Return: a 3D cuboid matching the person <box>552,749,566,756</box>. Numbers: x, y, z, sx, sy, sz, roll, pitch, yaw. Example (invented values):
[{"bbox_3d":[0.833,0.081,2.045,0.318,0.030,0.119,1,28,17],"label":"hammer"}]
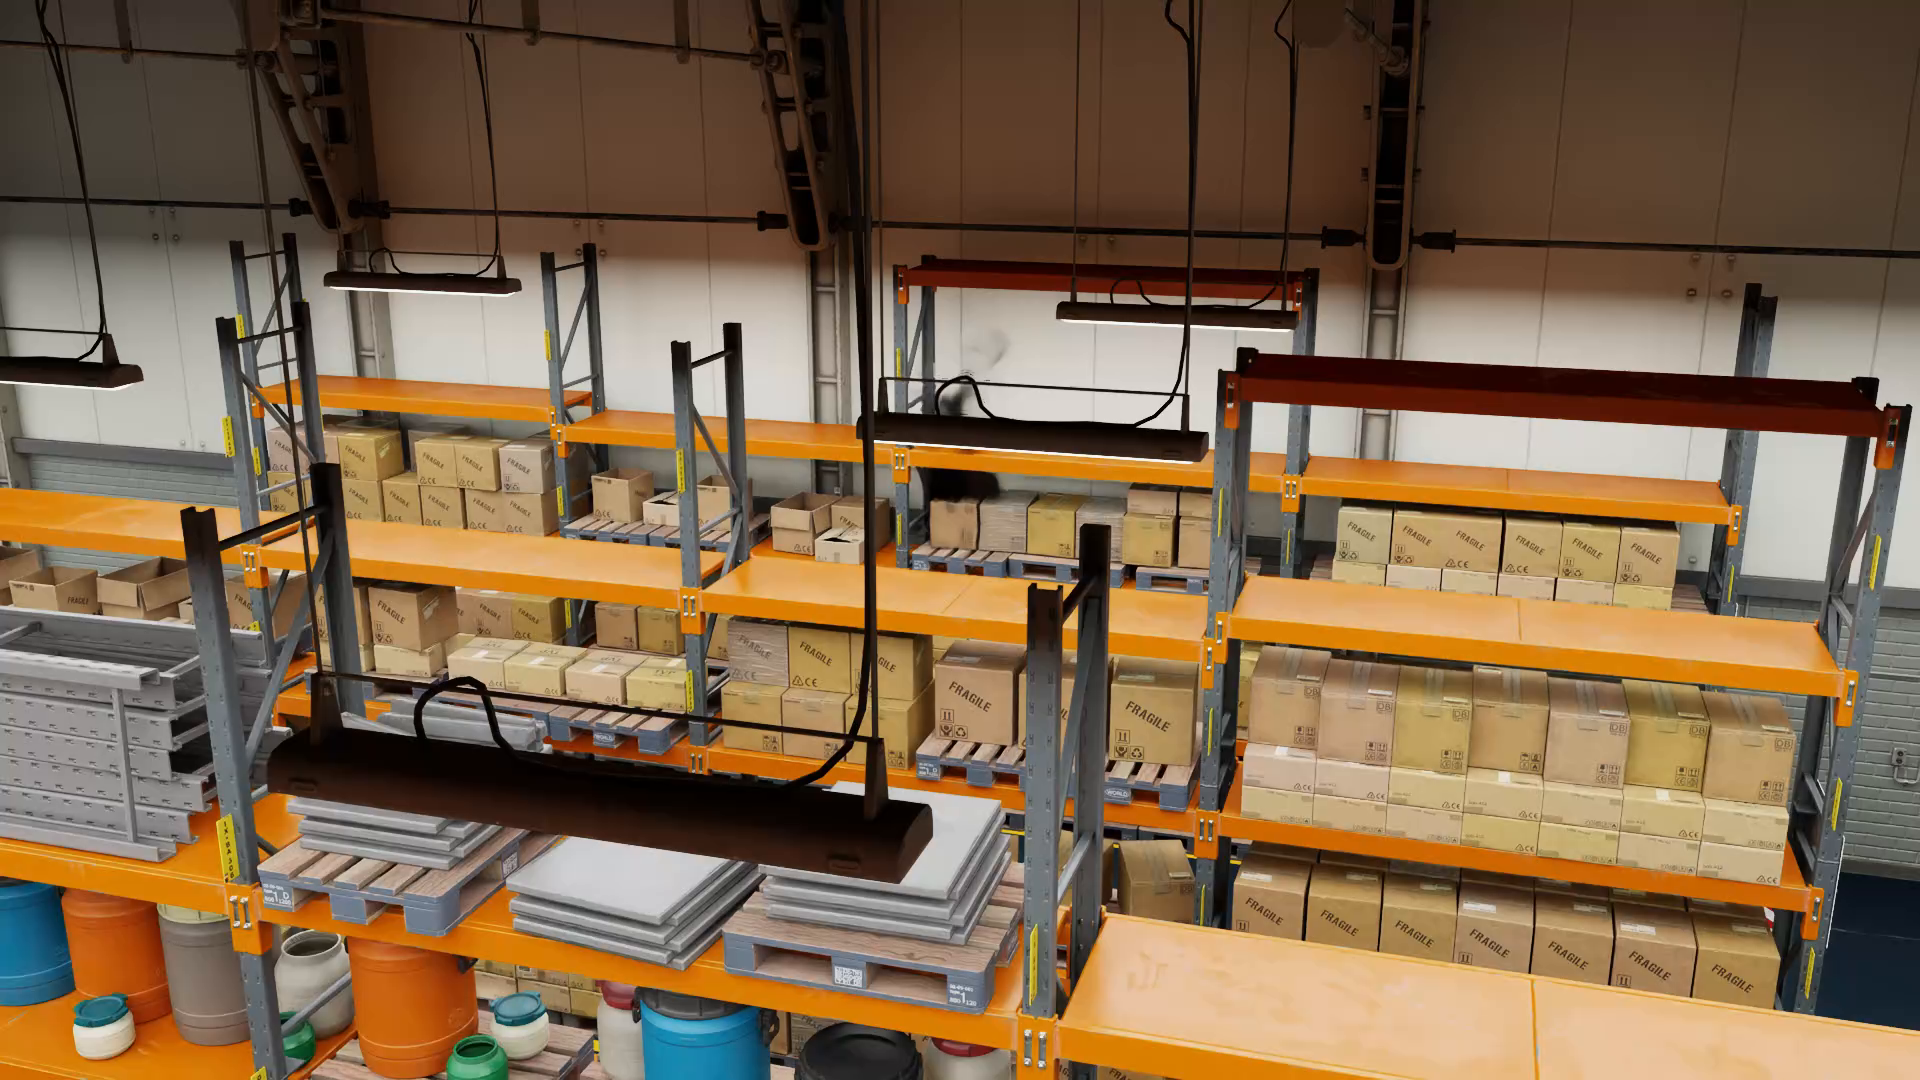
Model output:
[{"bbox_3d":[-4.189,2.590,16.561,0.677,1.725,0.696,2,16,5],"label":"person"}]
